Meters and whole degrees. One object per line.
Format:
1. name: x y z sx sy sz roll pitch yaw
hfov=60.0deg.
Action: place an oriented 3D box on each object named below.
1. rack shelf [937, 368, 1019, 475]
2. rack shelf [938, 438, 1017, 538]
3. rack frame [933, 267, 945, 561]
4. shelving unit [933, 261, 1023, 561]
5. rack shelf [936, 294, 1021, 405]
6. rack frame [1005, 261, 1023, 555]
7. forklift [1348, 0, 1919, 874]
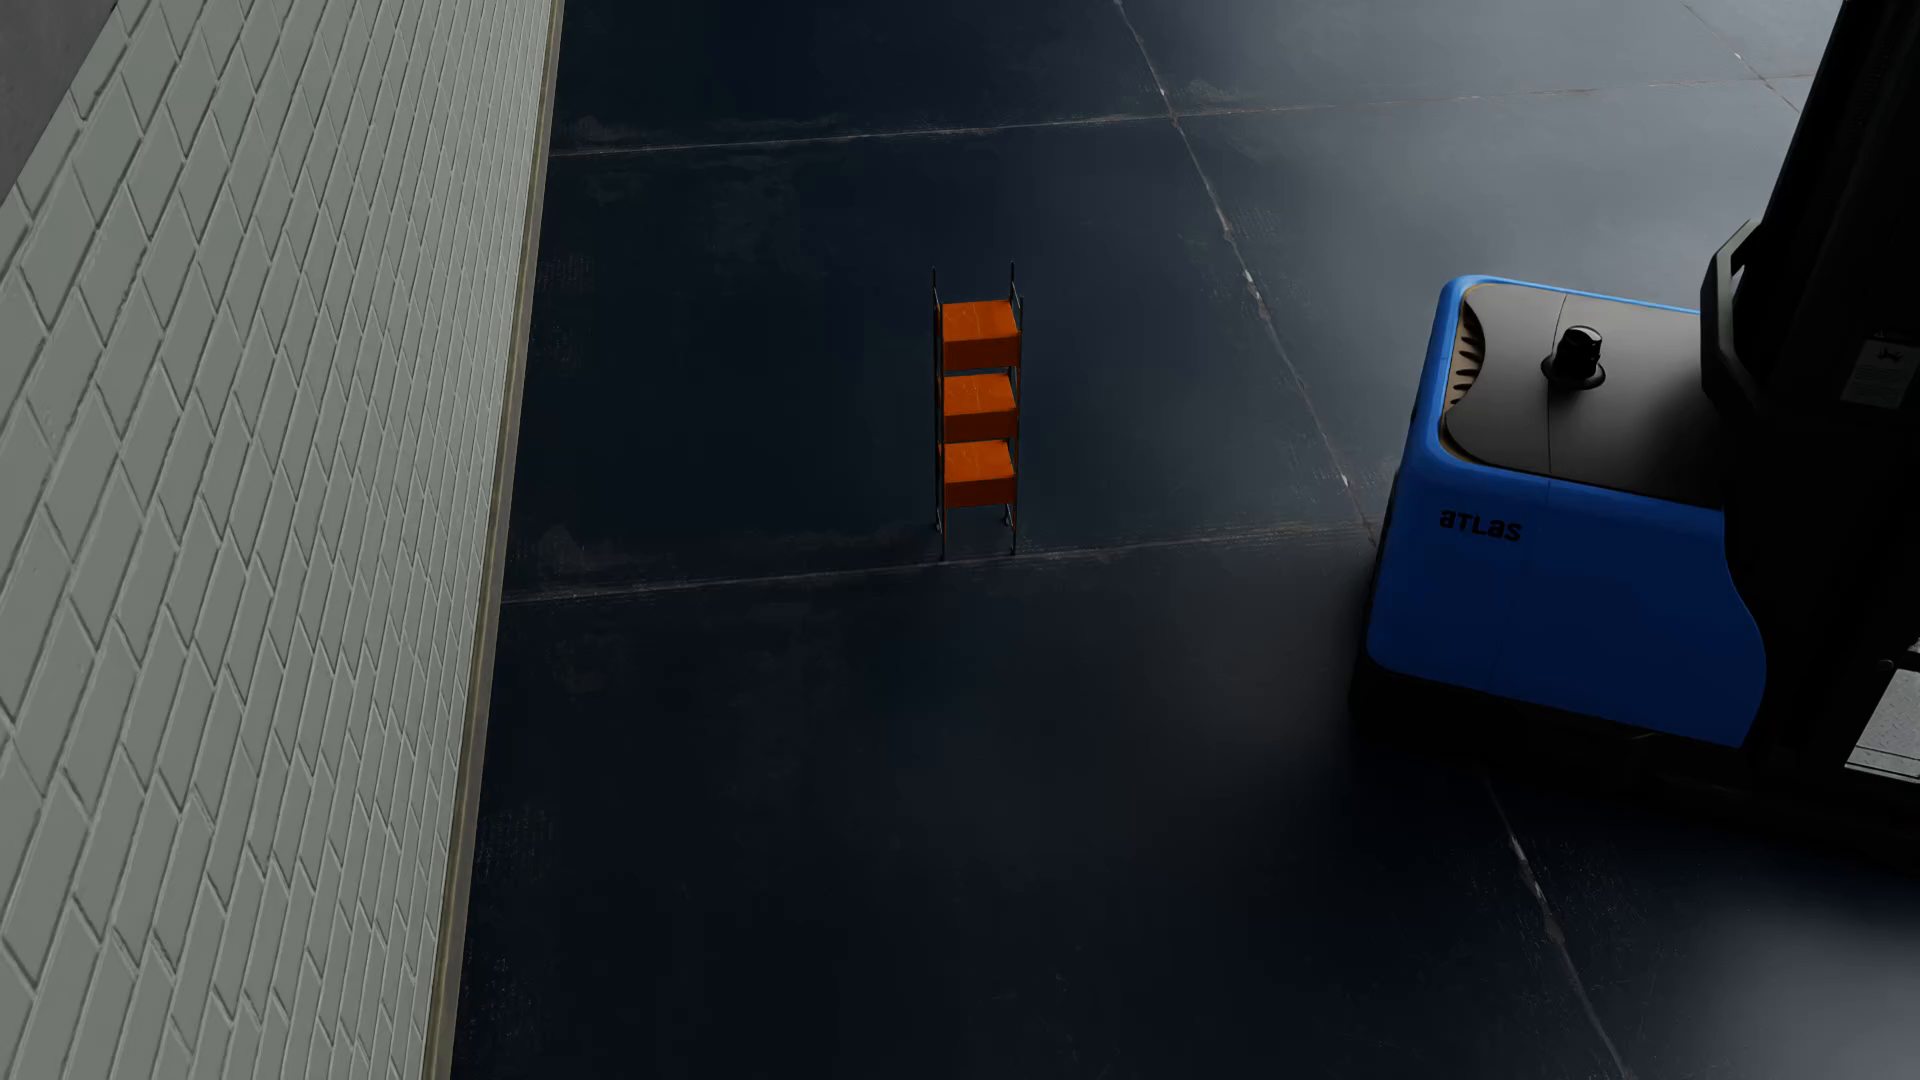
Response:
1. rack shelf: 0.053 -0.387 5.411 0.240 0.259 0.215 -5 42 -6
2. rack shelf: 0.053 -0.180 5.597 0.240 0.259 0.215 -5 42 -6
3. rack frame: -0.068 -0.384 5.392 0.008 1.050 0.200 -5 42 -6
4. shelving unit: 0.053 -0.394 5.404 0.252 1.050 0.215 -5 42 -6
5. rack shelf: 0.053 -0.597 5.221 0.240 0.259 0.215 -5 42 -6
6. rack frame: 0.174 -0.405 5.415 0.008 1.050 0.200 -5 42 -6
7. forklift: 2.764 -0.506 4.123 3.031 2.935 1.130 12 43 13
